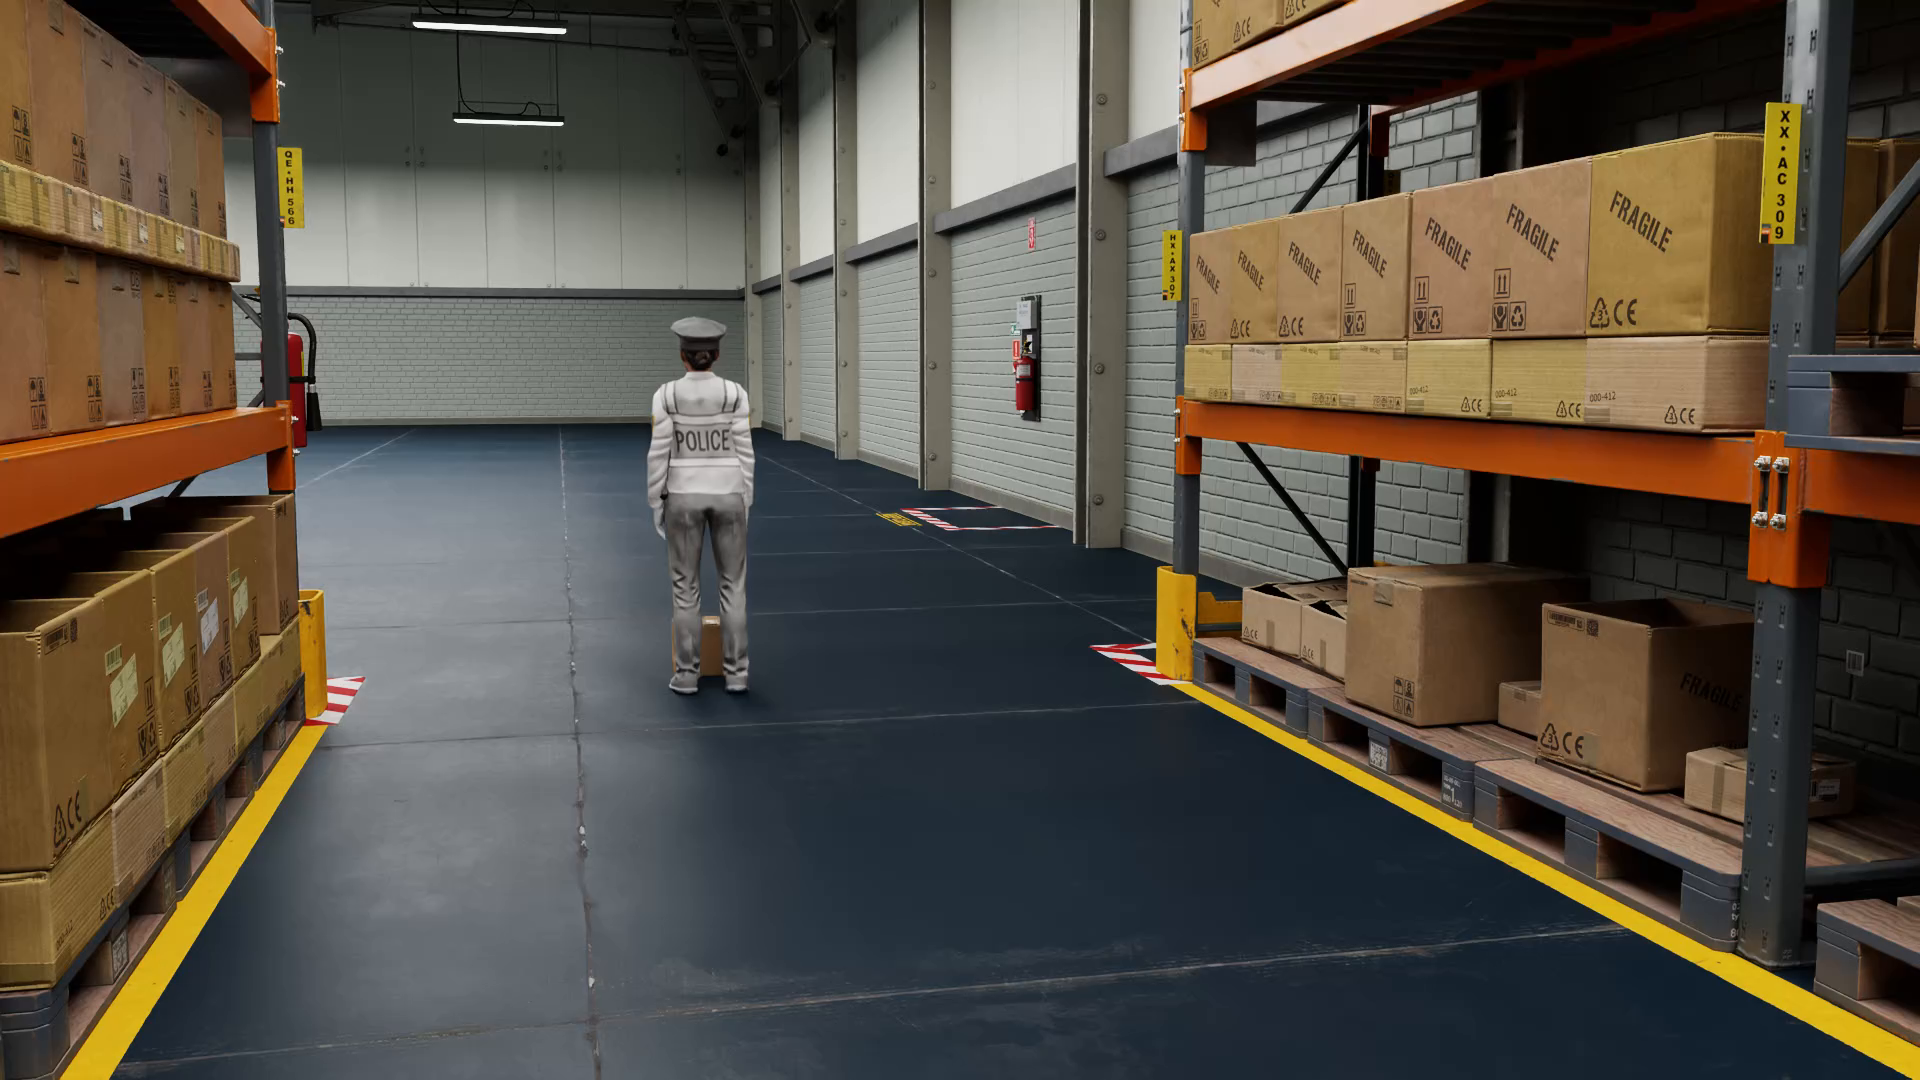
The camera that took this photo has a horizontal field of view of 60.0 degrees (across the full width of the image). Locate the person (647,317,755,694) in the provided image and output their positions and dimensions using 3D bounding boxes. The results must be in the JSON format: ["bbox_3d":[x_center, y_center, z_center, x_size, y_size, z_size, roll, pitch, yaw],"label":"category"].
[{"bbox_3d":[-1.161,-0.143,7.463,0.475,1.707,0.344,-1,6,-12],"label":"person"}]
